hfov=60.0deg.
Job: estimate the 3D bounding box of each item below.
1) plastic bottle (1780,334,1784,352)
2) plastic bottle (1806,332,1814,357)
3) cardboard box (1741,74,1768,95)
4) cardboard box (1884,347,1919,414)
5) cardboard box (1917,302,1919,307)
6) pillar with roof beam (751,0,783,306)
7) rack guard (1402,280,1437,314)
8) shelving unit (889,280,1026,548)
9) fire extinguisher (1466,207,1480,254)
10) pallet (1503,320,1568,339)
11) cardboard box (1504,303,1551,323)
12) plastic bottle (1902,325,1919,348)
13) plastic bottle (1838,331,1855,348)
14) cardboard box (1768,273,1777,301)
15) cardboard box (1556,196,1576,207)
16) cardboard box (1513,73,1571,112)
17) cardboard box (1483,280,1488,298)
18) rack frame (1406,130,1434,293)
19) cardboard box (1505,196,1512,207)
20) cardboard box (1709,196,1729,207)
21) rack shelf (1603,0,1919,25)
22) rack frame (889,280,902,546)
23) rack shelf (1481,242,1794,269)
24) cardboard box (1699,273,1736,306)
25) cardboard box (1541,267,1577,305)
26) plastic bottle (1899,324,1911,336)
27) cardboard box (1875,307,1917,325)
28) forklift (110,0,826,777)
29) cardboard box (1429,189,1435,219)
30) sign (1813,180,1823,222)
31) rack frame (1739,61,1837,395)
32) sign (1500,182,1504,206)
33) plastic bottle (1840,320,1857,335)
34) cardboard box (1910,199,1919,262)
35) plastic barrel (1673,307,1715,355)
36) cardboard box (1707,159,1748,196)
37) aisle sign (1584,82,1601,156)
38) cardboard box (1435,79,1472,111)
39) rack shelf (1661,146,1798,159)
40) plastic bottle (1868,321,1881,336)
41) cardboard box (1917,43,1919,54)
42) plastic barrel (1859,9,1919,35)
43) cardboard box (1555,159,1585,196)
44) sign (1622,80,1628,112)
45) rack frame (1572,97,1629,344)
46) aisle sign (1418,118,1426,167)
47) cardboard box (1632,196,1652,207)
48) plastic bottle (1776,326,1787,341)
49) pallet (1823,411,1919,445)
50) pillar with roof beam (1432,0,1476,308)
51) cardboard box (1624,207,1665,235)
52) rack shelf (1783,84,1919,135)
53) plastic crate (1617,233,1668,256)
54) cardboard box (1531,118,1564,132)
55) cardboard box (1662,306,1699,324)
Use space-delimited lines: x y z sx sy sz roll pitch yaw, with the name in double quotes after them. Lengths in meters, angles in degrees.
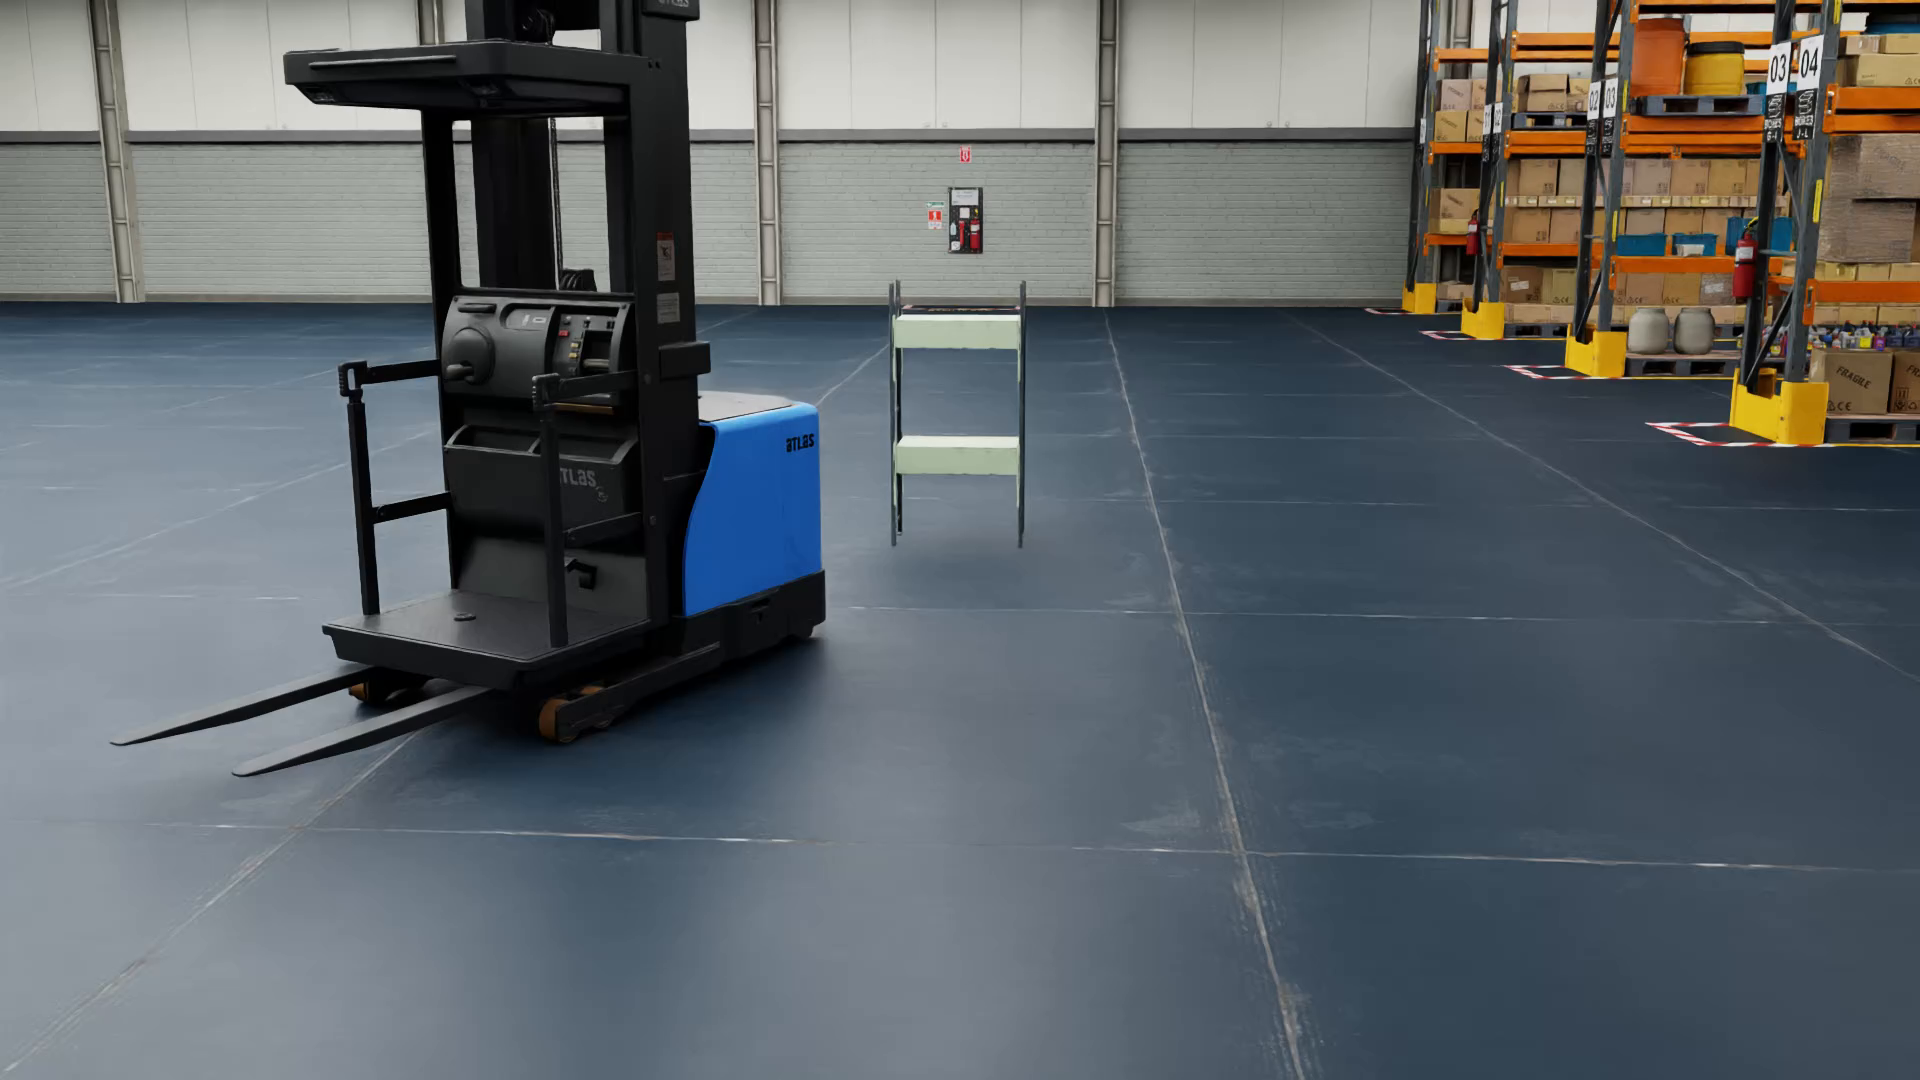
9.388 -2.247 18.942 0.097 0.201 0.097 0 12 0 "plastic bottle"
9.358 -2.159 18.351 0.097 0.271 0.097 0 12 0 "plastic bottle"
10.969 -6.182 23.060 0.500 0.500 0.500 2 12 8 "cardboard box"
8.017 -1.330 13.881 0.500 0.500 0.500 4 12 19 "cardboard box"
13.383 -3.387 22.955 0.500 0.311 0.500 1 12 5 "cardboard box"
-3.715 -7.786 25.009 0.400 9.000 9.100 1 12 4 "pillar with roof beam"
7.866 -4.173 28.495 0.348 0.500 1.175 1 12 4 "rack guard"
-0.007 -0.734 9.615 0.755 1.500 0.431 1 12 4 "shelving unit"
7.376 -4.444 23.875 0.183 0.674 0.296 1 12 4 "fire extinguisher"
8.228 -3.018 23.682 1.213 0.211 1.003 1 12 4 "pallet"
7.983 -3.192 23.392 0.500 0.250 0.500 1 12 4 "cardboard box"
10.457 -2.187 18.293 0.185 0.351 0.144 0 12 2 "plastic bottle"
9.781 -2.161 18.349 0.135 0.276 0.152 1 12 5 "plastic bottle"
13.542 -4.316 28.103 0.500 0.500 0.700 1 12 4 "cardboard box"
8.352 -4.695 23.061 0.250 0.149 0.380 1 12 4 "cardboard box"
8.036 -6.169 22.989 0.637 0.503 0.797 2 12 8 "cardboard box"
9.043 -4.261 28.304 0.500 0.311 0.500 2 12 8 "cardboard box"
7.790 -5.397 28.244 0.127 3.000 1.000 1 12 4 "rack frame"
7.856 -4.785 23.490 0.250 0.149 0.380 1 12 3 "cardboard box"
10.398 -4.667 22.925 0.250 0.149 0.380 1 12 4 "cardboard box"
9.123 -5.734 17.938 4.000 0.370 1.077 1 12 4 "rack shelf"
-0.372 -0.739 9.639 0.023 1.500 0.400 1 12 4 "rack frame"
9.458 -4.006 23.348 4.000 0.370 1.077 1 12 4 "rack shelf"
10.478 -3.528 23.167 0.500 0.500 0.500 1 12 4 "cardboard box"
8.482 -3.553 23.284 0.500 0.500 0.500 1 12 4 "cardboard box"
10.467 -2.217 18.434 0.185 0.351 0.144 1 12 4 "plastic bottle"
12.866 -3.120 23.048 0.500 0.250 0.500 0 12 2 "cardboard box"
-1.779 -0.787 6.370 1.130 2.935 3.031 7 13 29 "forklift"
8.274 -5.738 28.357 0.500 0.500 0.500 1 12 3 "cardboard box"
6.761 -2.674 13.112 0.005 0.325 0.100 1 12 4 "sign"
6.797 -2.361 13.731 0.127 3.000 1.000 1 12 4 "rack frame"
7.419 -4.734 22.767 0.005 0.325 0.100 1 12 4 "sign"
10.153 -2.336 19.003 0.185 0.351 0.144 0 12 1 "plastic bottle"
7.851 -2.561 13.712 0.500 0.500 0.875 1 12 4 "cardboard box"
8.290 -2.361 18.779 0.421 0.512 0.421 0 12 0 "plastic barrel"
10.506 -5.026 23.056 0.500 0.500 0.700 1 12 4 "cardboard box"
7.076 -4.707 18.597 0.004 0.787 0.394 1 12 4 "aisle sign"
8.158 -7.359 27.560 0.500 0.500 0.500 0 12 0 "cardboard box"
13.776 -6.431 27.618 4.000 0.370 1.077 1 12 4 "rack shelf"
10.331 -2.304 18.850 0.185 0.351 0.144 1 12 4 "plastic bottle"
7.568 -3.899 13.147 0.250 0.149 0.380 1 12 3 "cardboard box"
10.133 -5.273 18.075 0.708 0.901 0.600 1 12 4 "plastic barrel"
8.505 -5.053 23.187 0.500 0.500 0.700 0 12 2 "cardboard box"
7.087 -4.734 17.723 0.005 0.325 0.100 1 12 4 "sign"
7.128 -3.373 18.568 0.127 3.000 1.000 1 12 4 "rack frame"
7.698 -6.609 27.689 0.004 0.787 0.394 1 12 4 "aisle sign"
9.373 -4.681 22.992 0.250 0.149 0.380 1 12 4 "cardboard box"
9.378 -2.309 19.058 0.135 0.276 0.152 0 12 2 "plastic bottle"
7.681 -0.977 13.924 1.213 0.211 1.003 1 12 4 "pallet"
8.258 -7.621 24.224 0.400 9.000 9.100 1 12 4 "pillar with roof beam"
9.472 -4.404 23.254 0.500 0.500 0.700 1 12 5 "cardboard box"
8.792 -3.450 13.367 4.000 0.370 1.077 1 12 4 "rack shelf"
7.647 -3.355 18.843 0.616 0.251 0.499 1 12 4 "plastic crate"
9.694 -6.845 27.544 0.500 0.500 0.500 2 12 7 "cardboard box"
9.978 -3.165 23.260 0.500 0.250 0.500 1 12 4 "cardboard box"
